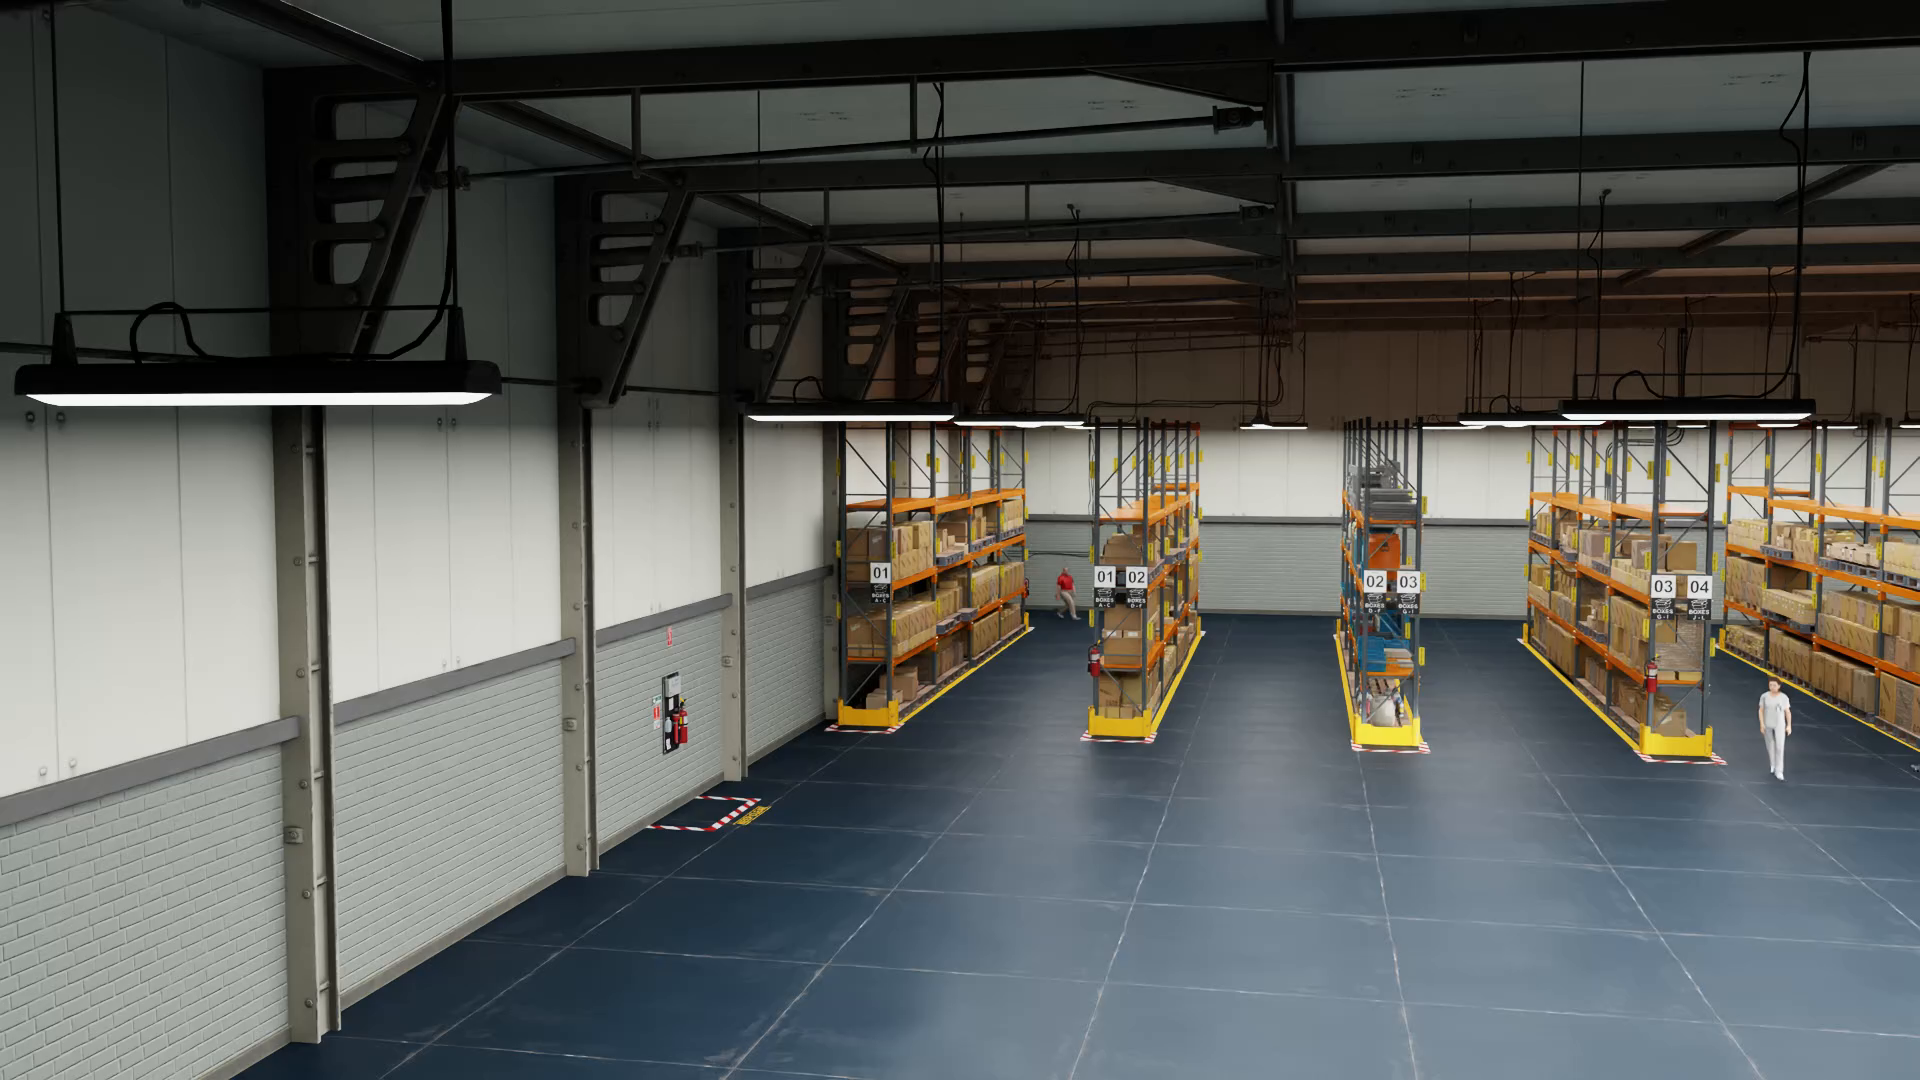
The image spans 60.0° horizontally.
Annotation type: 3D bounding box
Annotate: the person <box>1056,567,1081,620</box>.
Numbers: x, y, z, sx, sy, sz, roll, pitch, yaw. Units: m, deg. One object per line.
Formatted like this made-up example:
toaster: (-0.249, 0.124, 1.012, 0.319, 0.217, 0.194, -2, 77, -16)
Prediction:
person: (3.289, 1.622, 50.745, 1.074, 1.607, 0.515, 3, 5, 43)

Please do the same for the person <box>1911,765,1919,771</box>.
person: (16.507, 3.056, 27.726, 1.086, 1.741, 0.648, 2, 4, 32)

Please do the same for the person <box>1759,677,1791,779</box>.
person: (13.494, 3.090, 27.566, 0.508, 1.634, 0.911, 3, 5, 39)
